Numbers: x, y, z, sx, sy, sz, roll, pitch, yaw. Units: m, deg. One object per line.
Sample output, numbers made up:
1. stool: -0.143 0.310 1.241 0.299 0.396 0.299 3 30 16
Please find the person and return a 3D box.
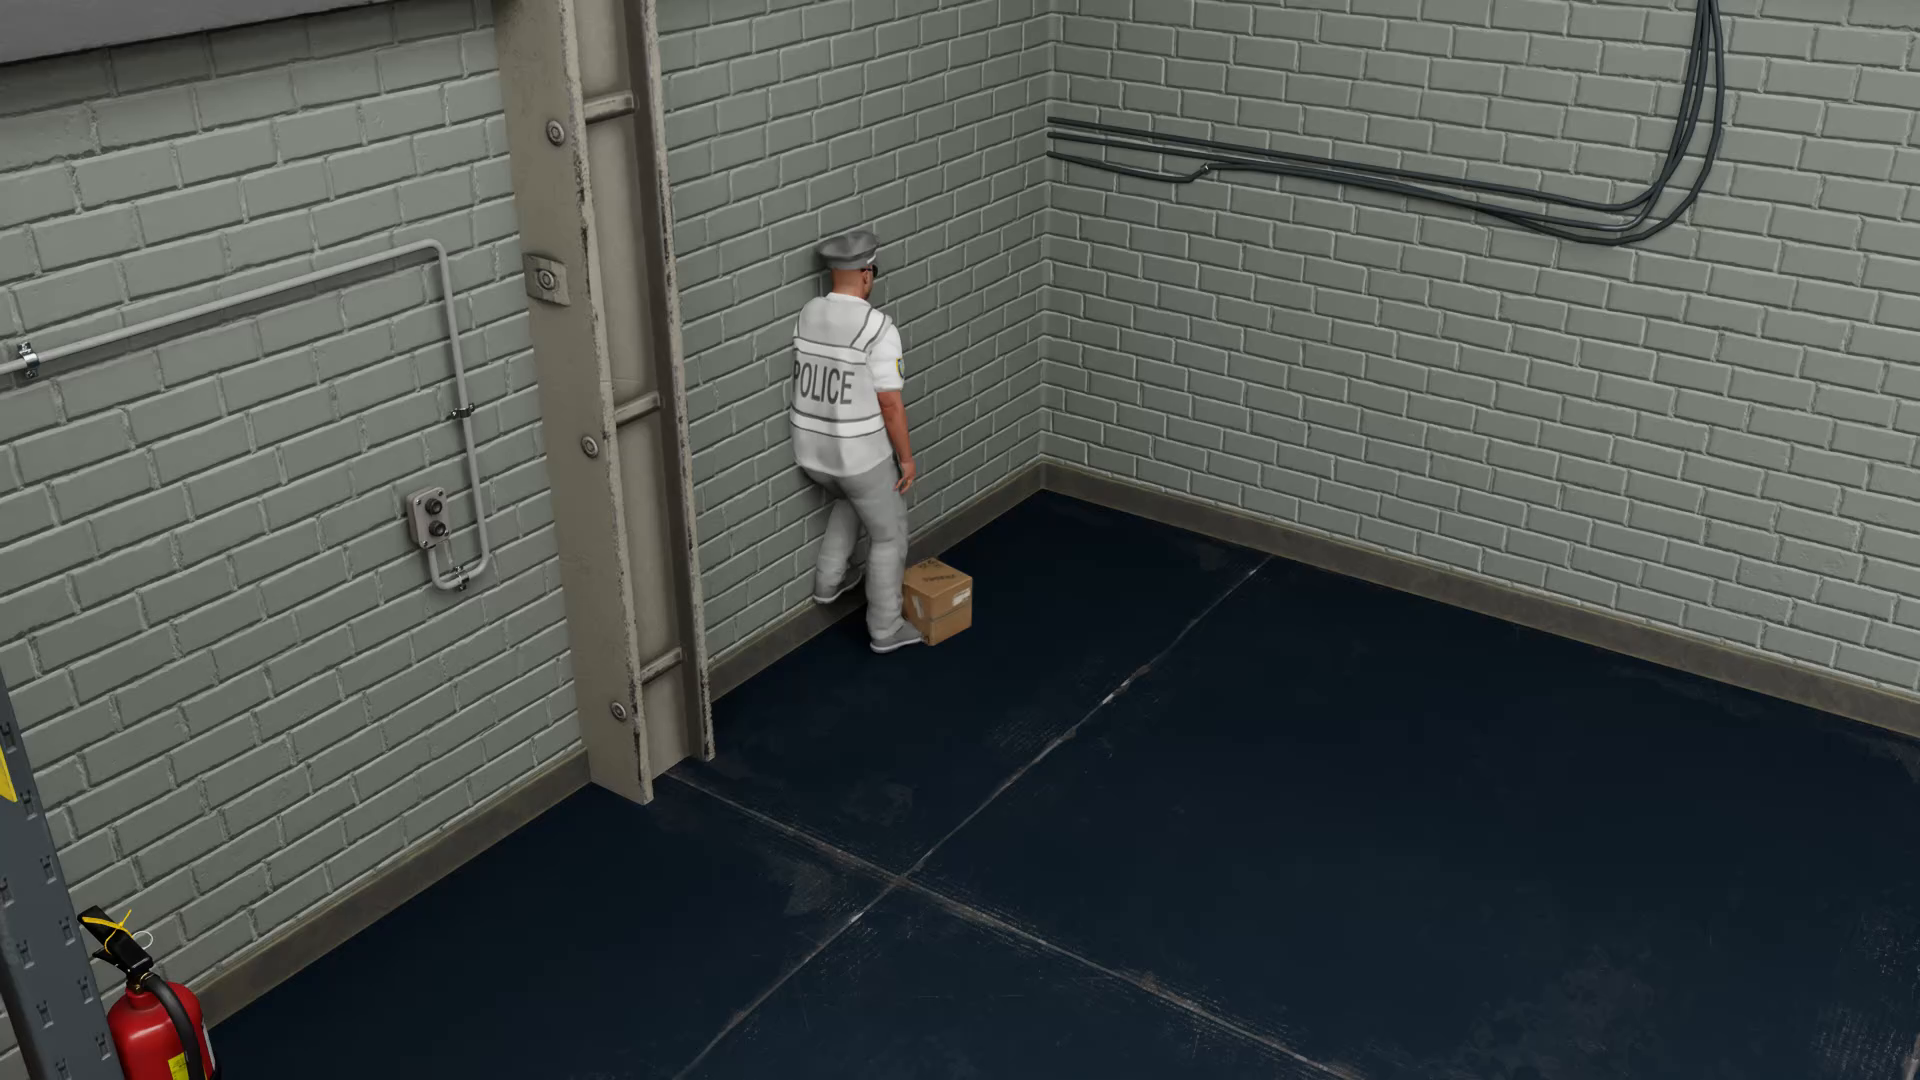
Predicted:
1. person: -0.430 -0.389 6.880 0.589 1.746 0.524 16 31 28
